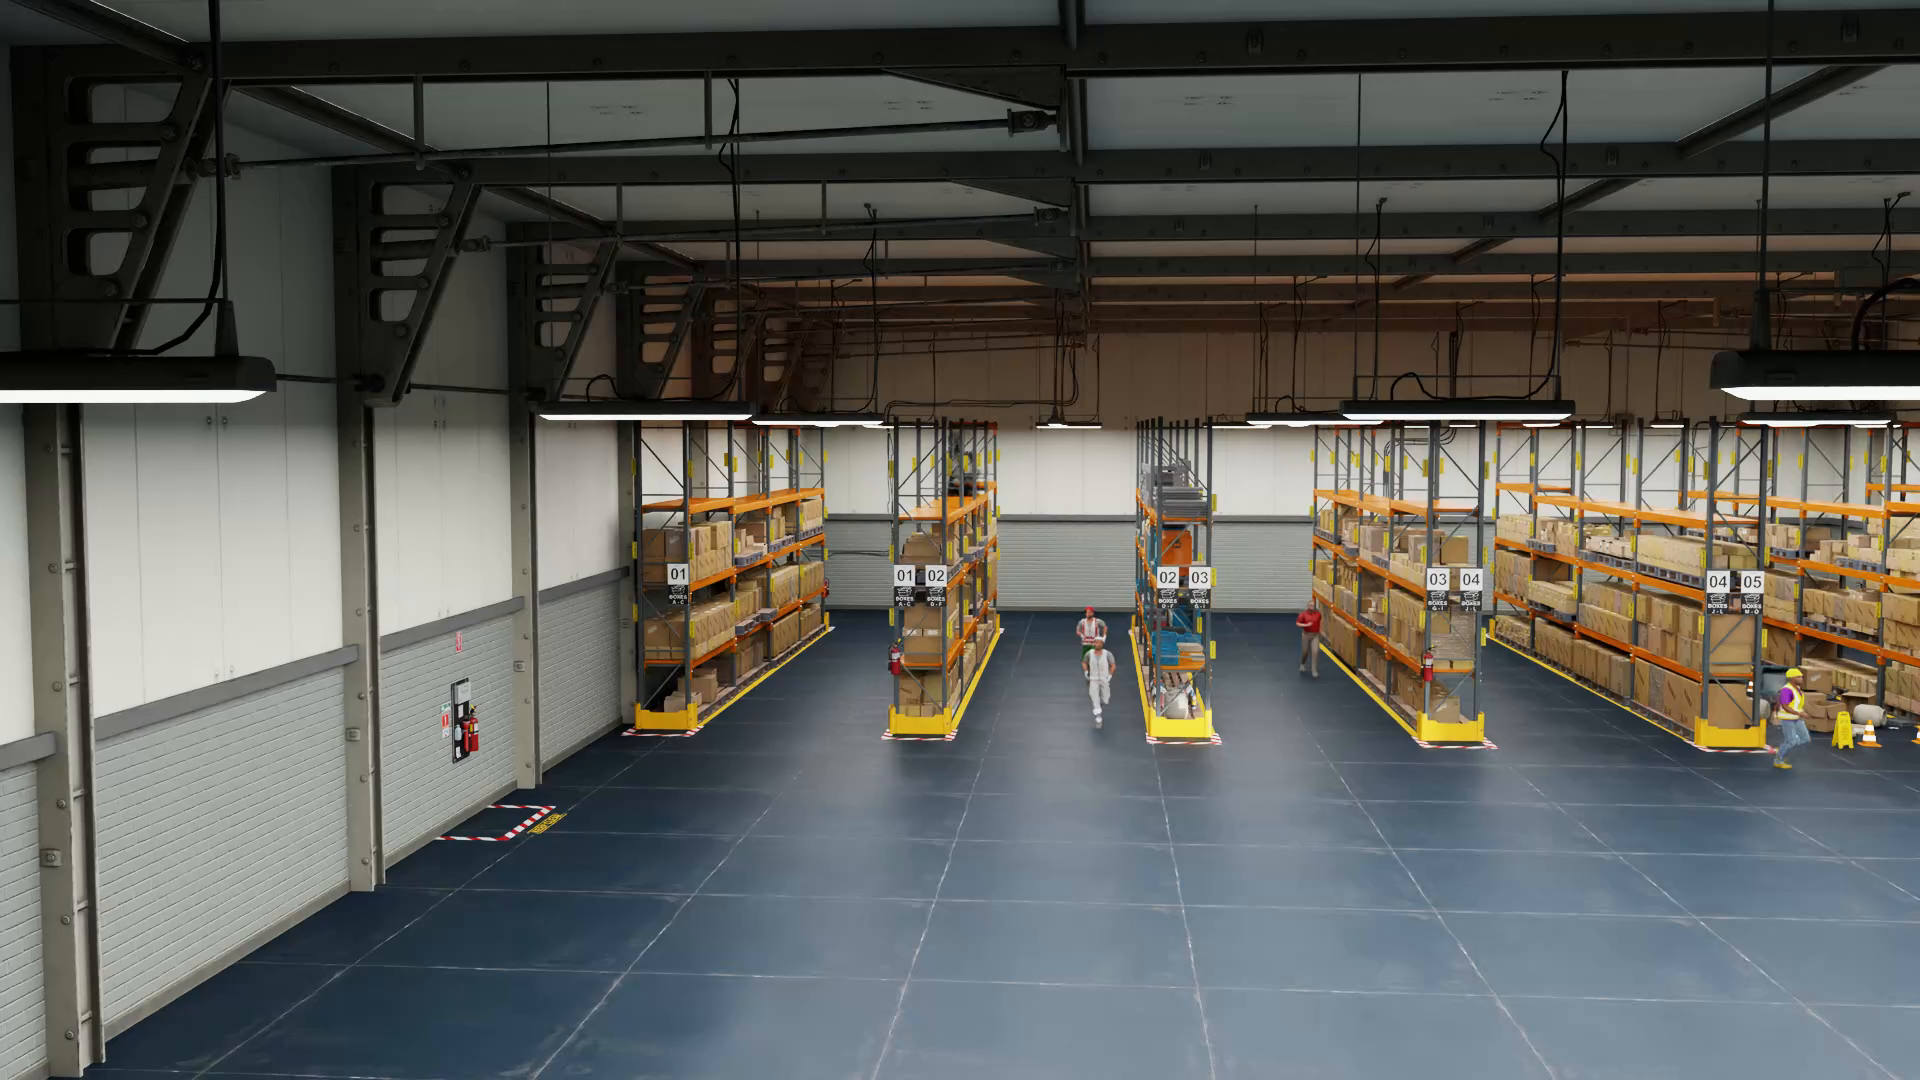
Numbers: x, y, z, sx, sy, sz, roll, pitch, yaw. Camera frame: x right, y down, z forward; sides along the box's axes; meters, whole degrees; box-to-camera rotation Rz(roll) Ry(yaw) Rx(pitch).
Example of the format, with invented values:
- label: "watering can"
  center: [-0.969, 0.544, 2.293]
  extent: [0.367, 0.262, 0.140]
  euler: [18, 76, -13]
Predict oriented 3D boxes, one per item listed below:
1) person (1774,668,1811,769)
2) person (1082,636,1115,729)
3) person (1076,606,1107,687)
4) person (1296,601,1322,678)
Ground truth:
- label: "person"
  center: [14.119, 3.022, 28.133]
  extent: [0.688, 1.712, 0.630]
  euler: [-3, 5, -42]
- label: "person"
  center: [2.712, 2.749, 32.485]
  extent: [0.646, 1.758, 0.960]
  euler: [0, 4, 2]
- label: "person"
  center: [2.956, 2.398, 37.571]
  extent: [0.670, 1.809, 0.750]
  euler: [1, 4, 14]
- label: "person"
  center: [8.186, 2.295, 38.992]
  extent: [0.651, 1.738, 0.942]
  euler: [0, 4, -2]
